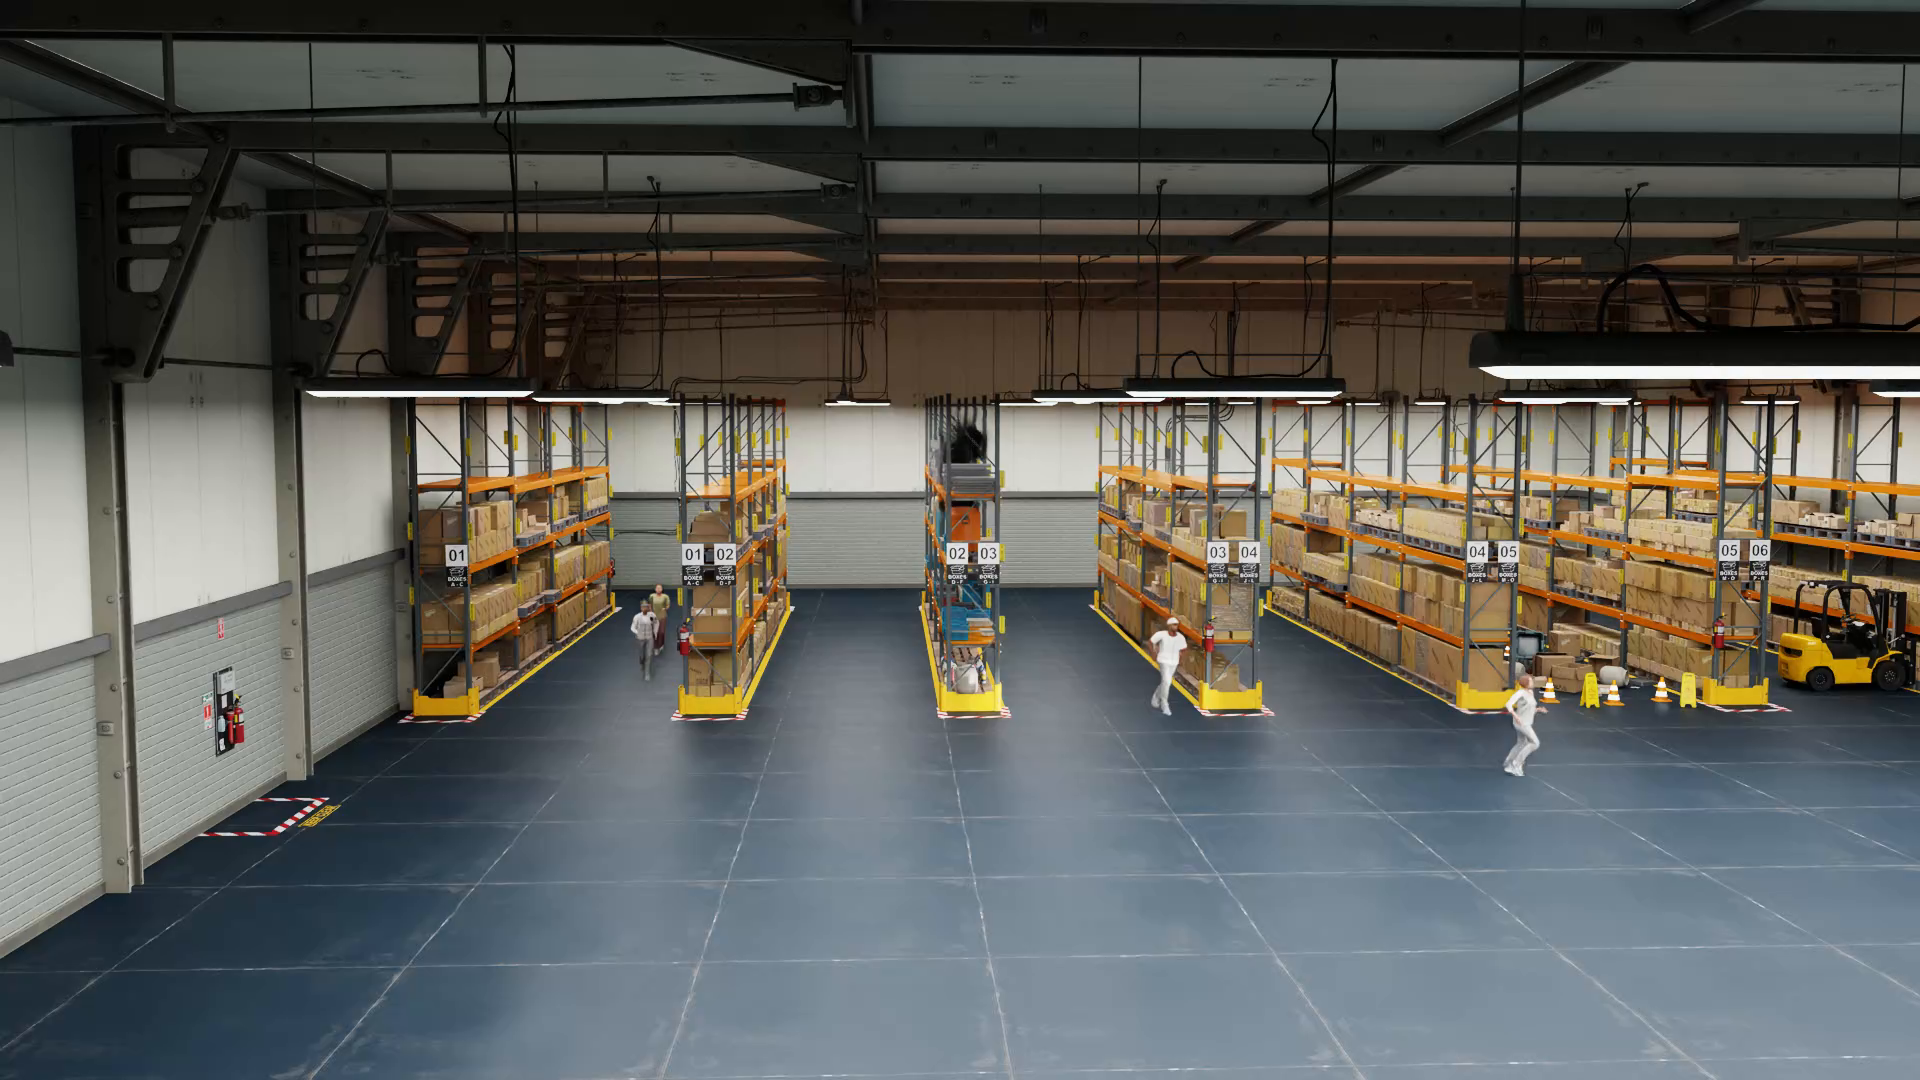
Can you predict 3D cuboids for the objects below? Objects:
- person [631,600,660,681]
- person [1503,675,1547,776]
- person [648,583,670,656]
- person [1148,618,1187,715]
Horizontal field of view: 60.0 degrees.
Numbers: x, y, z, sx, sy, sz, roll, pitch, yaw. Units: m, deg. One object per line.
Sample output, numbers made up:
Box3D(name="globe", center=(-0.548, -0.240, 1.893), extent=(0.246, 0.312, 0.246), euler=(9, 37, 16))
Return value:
Box3D(name="person", center=(-6.667, 2.093, 35.269), extent=(0.600, 1.671, 0.892), euler=(-1, 5, -12))
Box3D(name="person", center=(8.812, 2.884, 25.910), extent=(0.631, 1.578, 0.512), euler=(3, 5, 33))
Box3D(name="person", center=(-7.026, 1.838, 38.868), extent=(0.497, 1.698, 0.818), euler=(-1, 5, -13))
Box3D(name="person", center=(3.968, 2.362, 31.541), extent=(0.693, 1.794, 0.785), euler=(-2, 5, -26))
